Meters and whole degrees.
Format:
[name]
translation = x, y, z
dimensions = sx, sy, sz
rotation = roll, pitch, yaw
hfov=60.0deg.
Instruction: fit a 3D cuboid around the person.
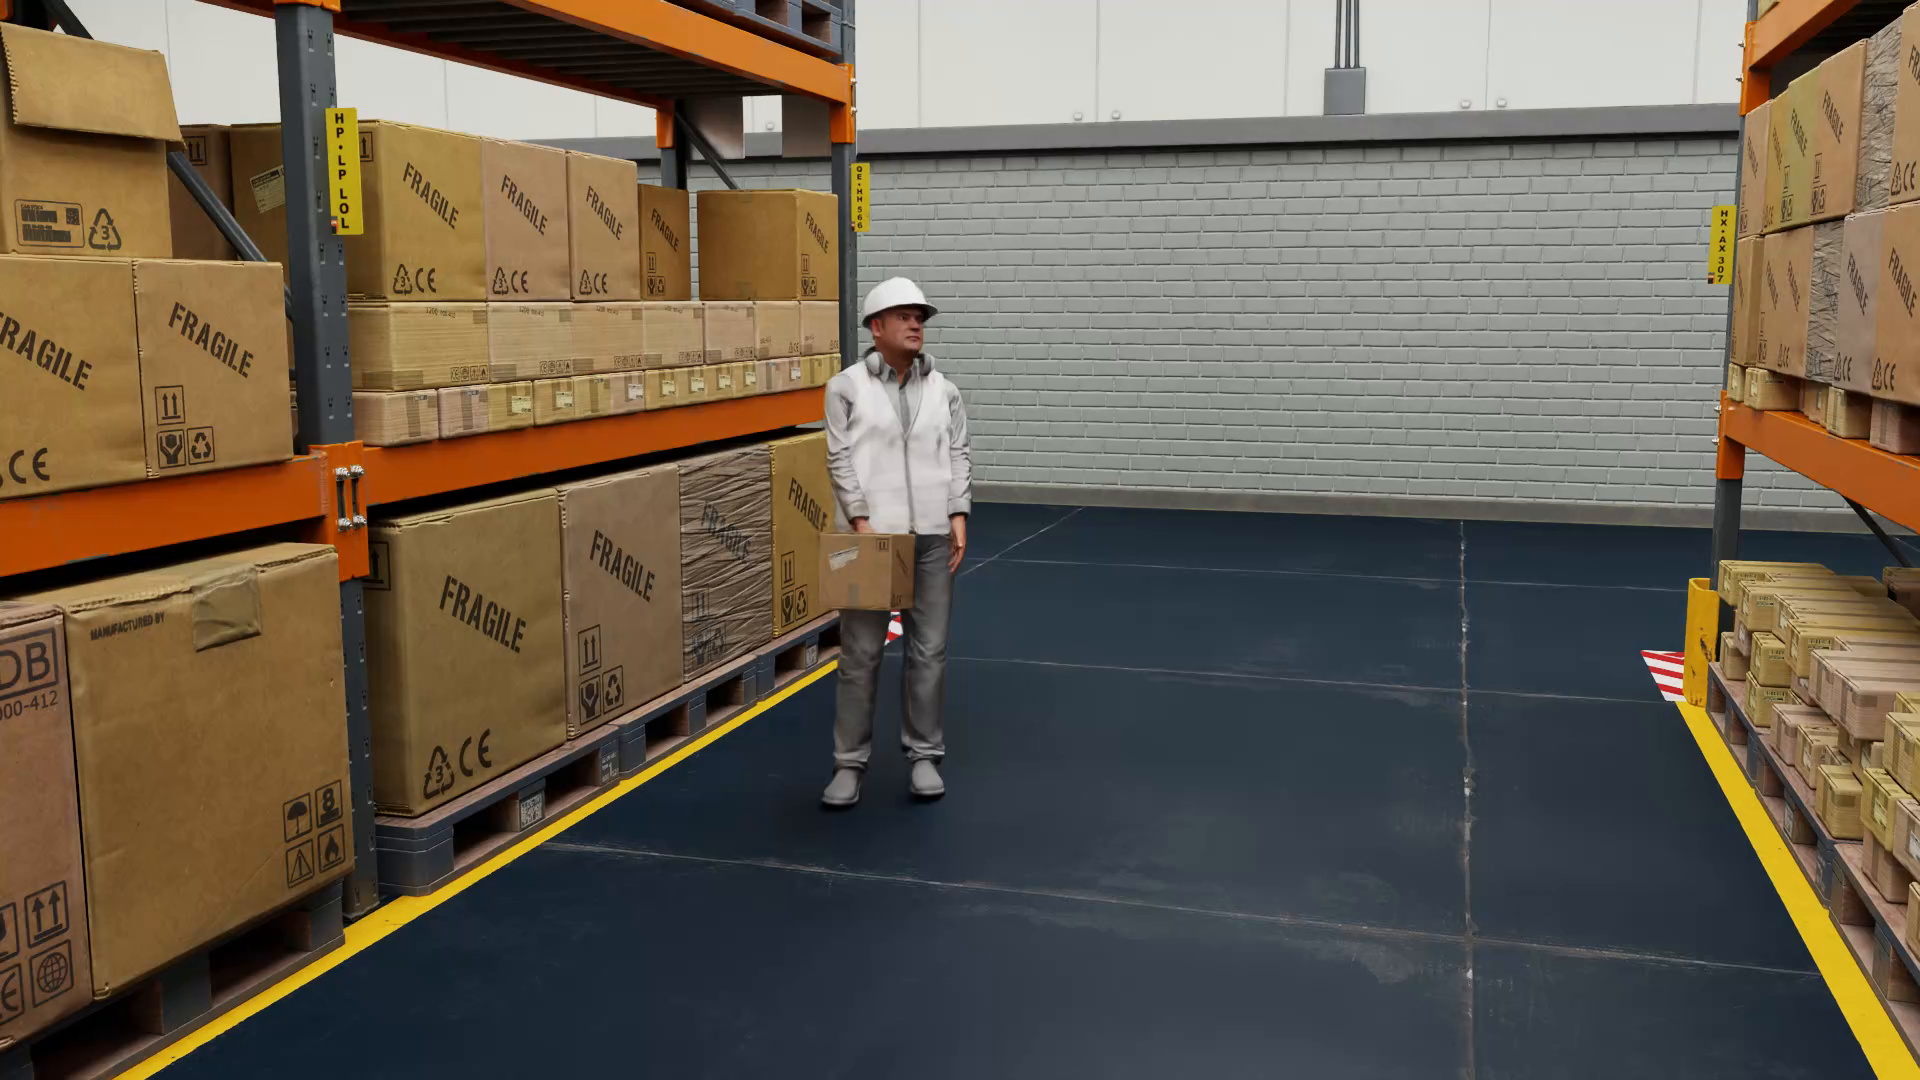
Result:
[person]
translation = -0.231, -0.006, 5.721
dimensions = 0.589, 1.779, 0.486
rotation = -3, 9, -21
